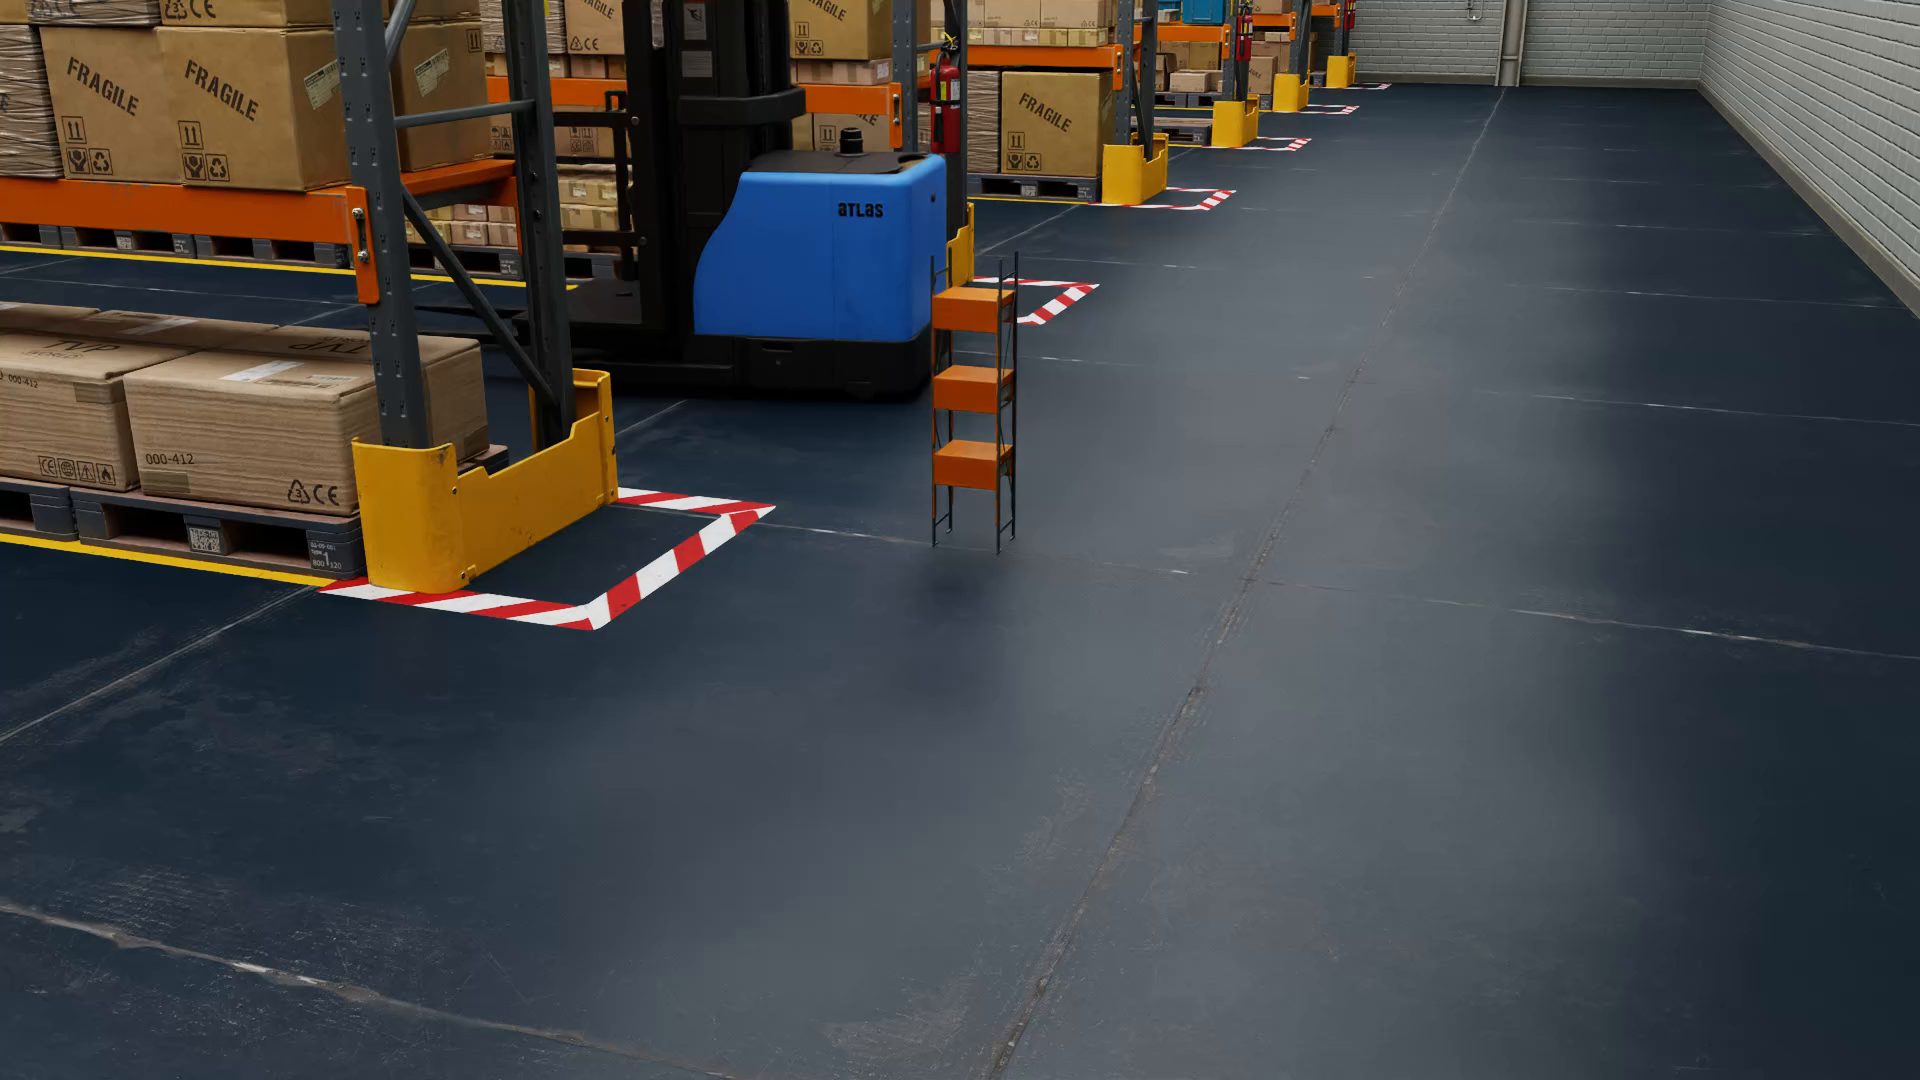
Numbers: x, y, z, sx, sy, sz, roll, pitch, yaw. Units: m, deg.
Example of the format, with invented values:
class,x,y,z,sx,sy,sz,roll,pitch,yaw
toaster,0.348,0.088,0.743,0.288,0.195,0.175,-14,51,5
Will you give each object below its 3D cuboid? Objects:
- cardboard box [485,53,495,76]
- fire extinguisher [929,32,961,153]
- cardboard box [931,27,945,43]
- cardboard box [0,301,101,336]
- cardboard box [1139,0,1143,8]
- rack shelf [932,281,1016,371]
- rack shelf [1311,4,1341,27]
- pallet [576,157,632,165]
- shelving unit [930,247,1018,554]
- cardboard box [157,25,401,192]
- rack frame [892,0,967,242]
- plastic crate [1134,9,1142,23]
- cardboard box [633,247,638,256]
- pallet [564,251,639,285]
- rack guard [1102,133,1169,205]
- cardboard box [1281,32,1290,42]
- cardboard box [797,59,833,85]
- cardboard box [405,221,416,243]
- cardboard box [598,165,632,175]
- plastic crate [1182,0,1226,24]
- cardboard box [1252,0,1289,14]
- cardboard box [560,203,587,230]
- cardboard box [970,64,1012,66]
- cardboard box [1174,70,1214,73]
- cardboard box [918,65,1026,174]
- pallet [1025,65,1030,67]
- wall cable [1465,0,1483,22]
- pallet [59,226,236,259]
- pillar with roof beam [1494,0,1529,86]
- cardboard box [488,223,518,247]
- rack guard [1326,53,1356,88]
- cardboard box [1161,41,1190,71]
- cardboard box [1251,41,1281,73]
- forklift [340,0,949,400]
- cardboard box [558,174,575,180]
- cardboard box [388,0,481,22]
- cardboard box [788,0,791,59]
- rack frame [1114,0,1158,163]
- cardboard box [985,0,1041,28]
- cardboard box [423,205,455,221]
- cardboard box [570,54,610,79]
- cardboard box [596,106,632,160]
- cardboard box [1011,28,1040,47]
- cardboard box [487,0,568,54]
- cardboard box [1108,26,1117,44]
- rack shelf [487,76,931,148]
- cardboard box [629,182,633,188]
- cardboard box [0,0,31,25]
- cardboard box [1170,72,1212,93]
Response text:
class,x,y,z,sx,sy,sz,roll,pitch,yaw
cardboard box,-2.999,-3.114,10.833,0.250,0.149,0.380,6,20,16
fire extinguisher,-0.087,-2.598,9.655,0.183,0.674,0.296,7,20,18
cardboard box,-0.105,-4.467,14.717,0.250,0.149,0.380,7,20,18
cardboard box,-4.077,-0.654,6.649,0.875,0.438,0.875,6,20,16
cardboard box,2.855,-7.768,23.652,0.500,0.500,0.500,6,20,17
rack shelf,0.051,-0.748,5.797,0.240,0.259,0.215,7,20,18
rack shelf,4.537,-9.009,28.457,4.000,0.370,1.077,7,20,18
pallet,-2.982,-3.688,16.334,1.213,0.211,1.003,7,20,18
shelving unit,0.051,-0.490,5.887,0.252,1.050,0.215,7,20,18
cardboard box,-2.245,-1.448,5.521,0.500,0.500,0.500,7,20,18
rack frame,-0.173,-2.981,10.071,0.127,3.000,1.000,7,20,18
plastic crate,2.076,-6.024,19.109,0.243,0.136,0.396,7,20,18
cardboard box,-1.987,-1.943,10.787,0.250,0.149,0.380,7,20,19
pallet,-2.150,-1.904,11.217,1.213,0.211,1.003,7,20,18
rack guard,1.572,-3.329,14.868,0.348,0.500,1.175,7,20,18
cardboard box,5.551,-8.459,27.959,0.250,0.149,0.380,6,20,17
cardboard box,-0.797,-2.848,10.072,0.250,0.149,0.380,6,20,18
cardboard box,-3.713,-2.126,11.311,0.250,0.149,0.380,6,20,16
cardboard box,-2.274,-2.471,11.396,0.250,0.149,0.380,6,20,16
plastic crate,2.798,-6.075,18.803,0.499,0.435,0.616,7,20,18
cardboard box,4.292,-7.603,23.179,0.500,0.500,0.500,7,20,20
cardboard box,-2.480,-2.138,10.895,0.250,0.149,0.380,6,20,18
cardboard box,0.466,-7.016,24.775,0.500,0.500,0.500,6,20,18
cardboard box,3.439,-6.756,24.411,0.500,0.250,0.500,7,20,18
cardboard box,0.059,-3.850,15.153,0.875,0.875,0.875,7,20,18
pallet,0.738,-8.439,29.966,1.213,0.211,1.003,7,20,18
wall cable,7.946,-9.768,27.998,1.851,1.984,0.084,7,20,18
pallet,-5.844,-2.311,12.386,1.213,0.211,1.003,7,20,18
pillar with roof beam,7.848,-10.604,22.826,0.400,9.000,9.100,7,20,18
cardboard box,-2.954,-2.075,11.164,0.250,0.149,0.380,6,20,17
rack guard,6.449,-7.950,28.123,0.348,0.500,1.175,7,20,18
cardboard box,3.794,-8.415,28.819,0.500,0.500,0.700,6,20,18
cardboard box,5.260,-8.249,28.344,0.500,0.500,0.700,6,20,18
forklift,-1.622,-2.271,8.139,3.031,2.935,1.130,4,20,10
cardboard box,-2.731,-2.310,10.936,0.250,0.149,0.380,7,20,19
cardboard box,-2.062,-2.091,5.846,0.500,0.500,0.500,6,20,17
cardboard box,-1.167,-3.194,10.079,0.500,0.500,0.500,6,20,17
rack frame,1.550,-4.512,14.464,0.127,3.000,1.000,7,20,18
cardboard box,0.526,-4.607,14.511,0.500,0.250,0.500,6,20,17
cardboard box,-3.446,-2.268,11.266,0.250,0.149,0.380,7,20,18
cardboard box,-2.263,-3.020,10.566,0.250,0.149,0.380,7,21,20
cardboard box,-2.840,-4.202,16.164,0.875,0.875,1.225,7,20,18
cardboard box,0.621,-4.385,14.480,0.250,0.149,0.380,7,20,18
cardboard box,-2.633,-3.352,10.532,0.500,0.500,0.500,6,20,17
cardboard box,1.323,-4.535,14.910,0.250,0.149,0.380,7,20,19
rack shelf,-2.063,-2.857,10.809,4.000,0.370,1.077,7,20,18
cardboard box,-1.970,-2.248,10.758,0.250,0.149,0.380,6,20,16
cardboard box,-3.205,-2.030,5.672,0.500,0.500,0.500,6,20,18
cardboard box,3.322,-6.595,23.949,0.500,0.250,0.500,7,20,18
